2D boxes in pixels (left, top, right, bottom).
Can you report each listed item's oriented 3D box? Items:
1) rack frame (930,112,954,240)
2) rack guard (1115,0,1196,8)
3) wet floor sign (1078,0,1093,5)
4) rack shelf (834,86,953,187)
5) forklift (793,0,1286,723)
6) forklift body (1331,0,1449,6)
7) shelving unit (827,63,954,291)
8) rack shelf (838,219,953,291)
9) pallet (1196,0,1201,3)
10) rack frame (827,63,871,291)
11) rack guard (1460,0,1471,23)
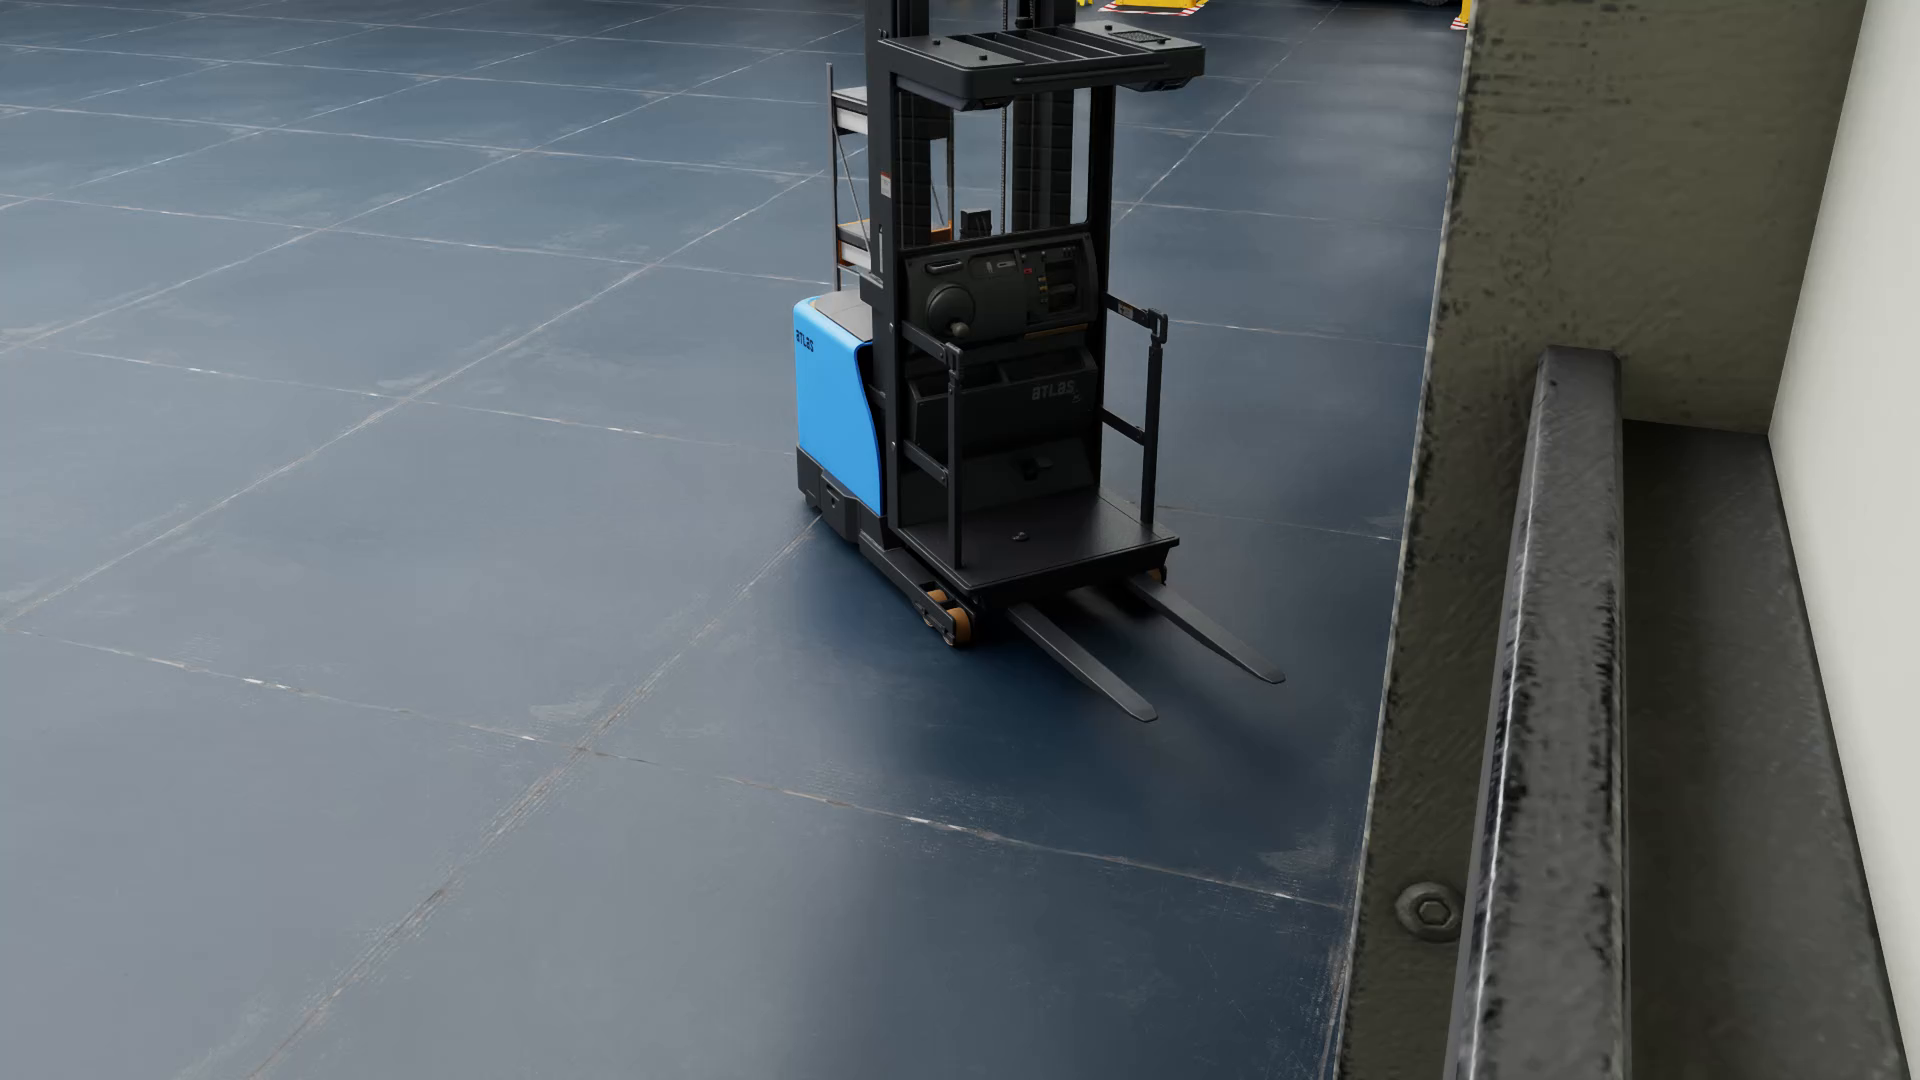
[{"bbox_3d":[-0.160,-1.527,8.995,0.015,2.100,0.400,-18,31,-33],"label":"rack frame"},{"bbox_3d":[2.892,-8.143,24.496,1.175,0.500,0.348,9,27,17],"label":"rack guard"},{"bbox_3d":[1.795,-8.255,24.559,0.267,0.644,0.232,20,32,35],"label":"wet floor sign"},{"bbox_3d":[-0.355,-2.081,8.563,0.480,0.518,0.431,-18,31,-33],"label":"rack shelf"},{"bbox_3d":[0.291,-1.079,7.116,1.130,2.935,3.031,-13,29,-25],"label":"forklift"},{"bbox_3d":[6.460,-9.181,24.744,2.313,2.155,1.214,9,27,17],"label":"forklift body"},{"bbox_3d":[-0.355,-1.463,8.863,0.503,2.100,0.431,-18,31,-33],"label":"shelving unit"},{"bbox_3d":[-0.355,-1.451,8.868,0.480,0.518,0.431,-18,31,-33],"label":"rack shelf"},{"bbox_3d":[3.196,-8.342,25.237,1.003,0.211,1.213,9,27,17],"label":"pallet"},{"bbox_3d":[-0.549,-1.399,8.730,0.015,2.100,0.400,-18,31,-33],"label":"rack frame"},{"bbox_3d":[7.541,-7.384,22.927,1.175,0.500,0.348,9,27,17],"label":"rack guard"}]
